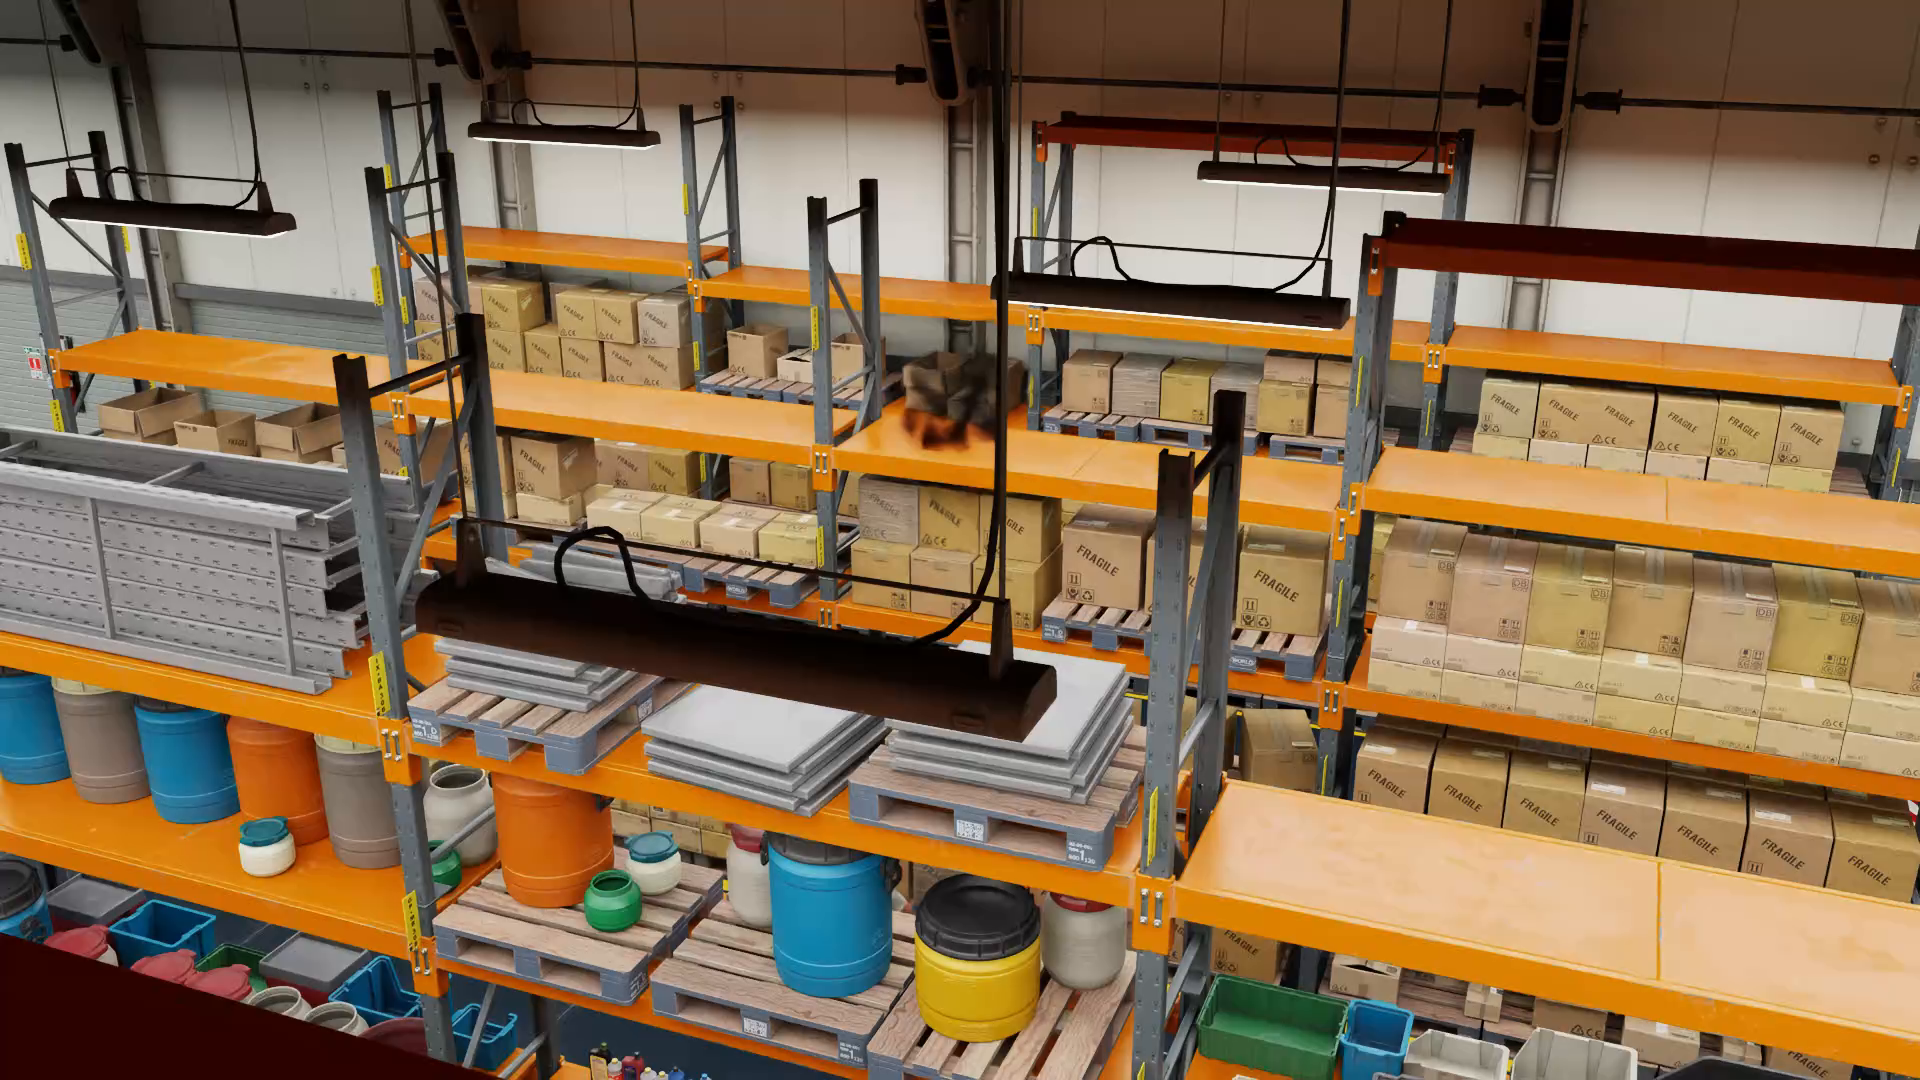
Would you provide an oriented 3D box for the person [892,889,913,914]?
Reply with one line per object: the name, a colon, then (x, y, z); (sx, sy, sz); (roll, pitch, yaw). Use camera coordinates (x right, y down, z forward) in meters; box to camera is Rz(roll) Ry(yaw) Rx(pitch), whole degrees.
person: (-0.678, 3.047, 11.786); (0.979, 1.786, 0.658); (4, 21, 11)
